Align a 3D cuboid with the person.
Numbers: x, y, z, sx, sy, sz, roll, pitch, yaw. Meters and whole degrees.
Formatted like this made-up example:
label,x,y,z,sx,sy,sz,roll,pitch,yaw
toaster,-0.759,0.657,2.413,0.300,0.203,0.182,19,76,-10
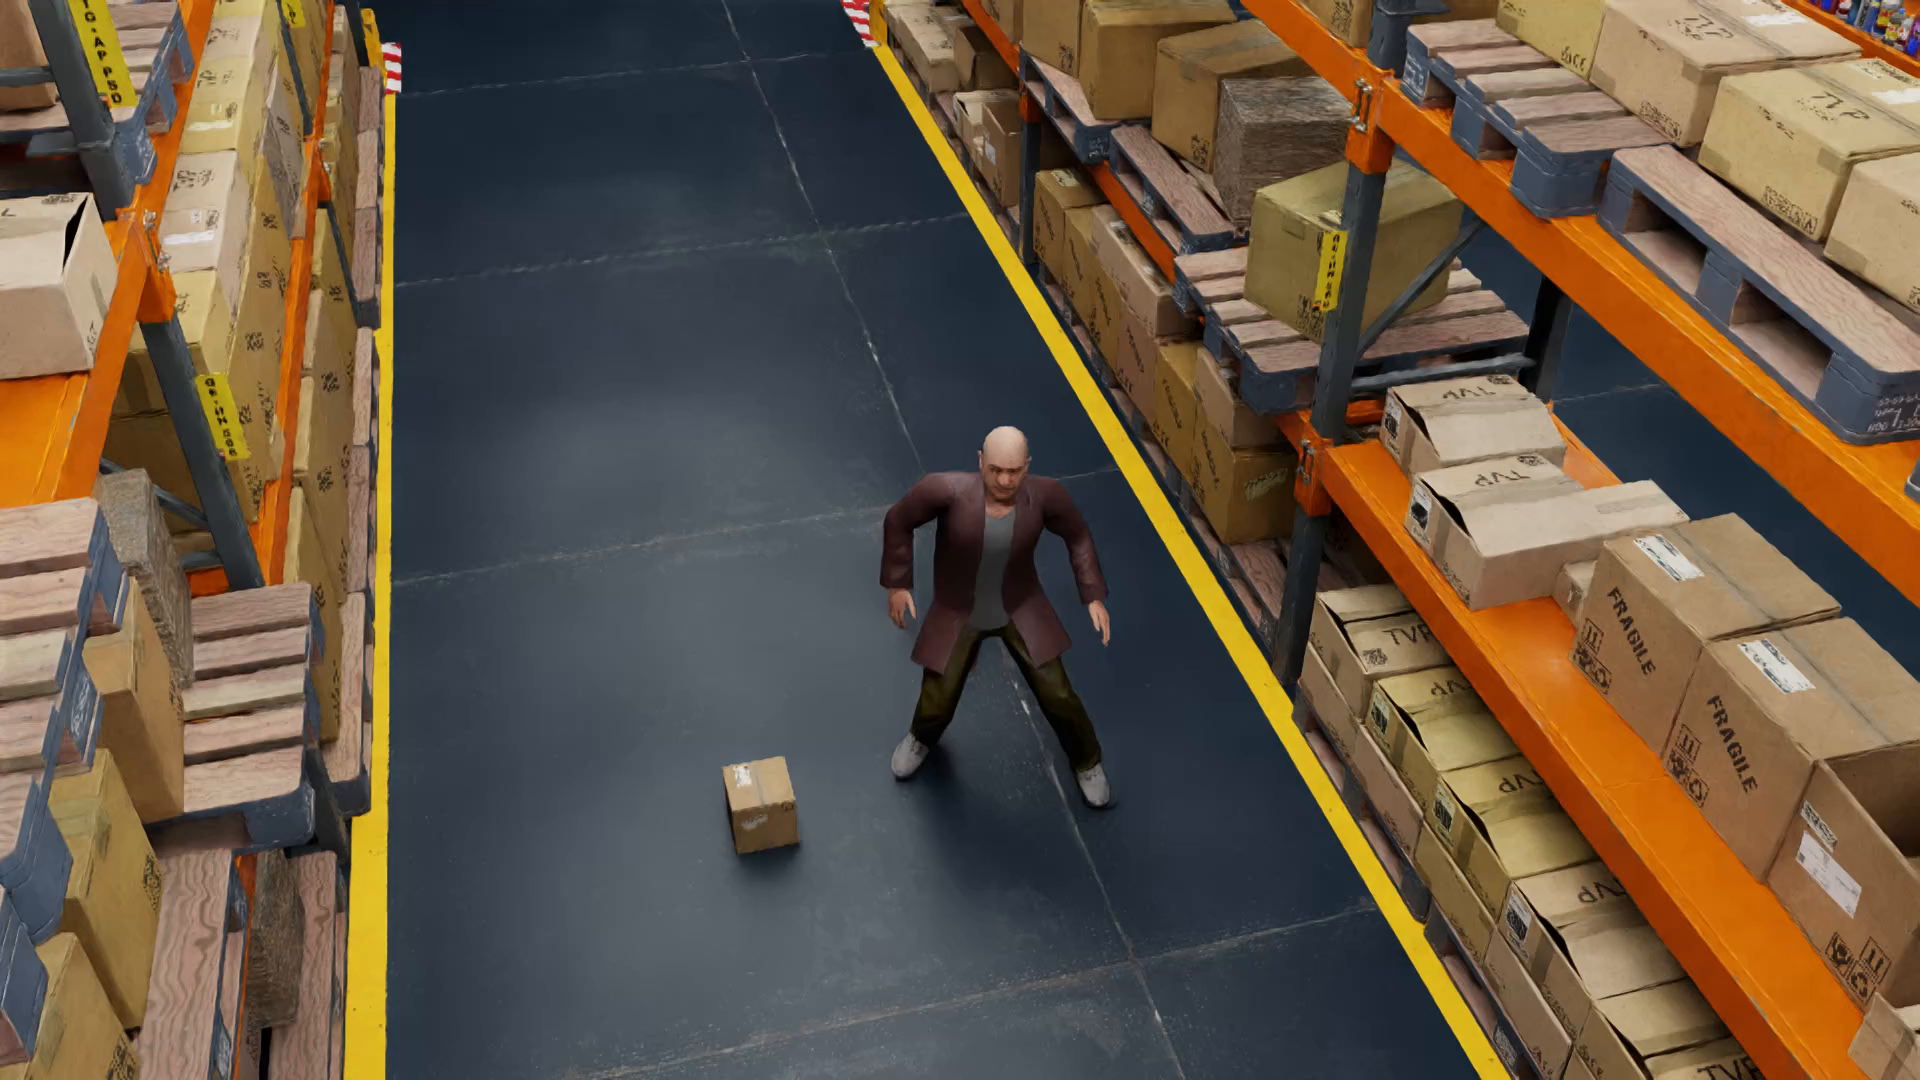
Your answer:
label,x,y,z,sx,sy,sz,roll,pitch,yaw
person,0.150,0.297,6.464,0.917,1.631,0.568,-1,38,-1
